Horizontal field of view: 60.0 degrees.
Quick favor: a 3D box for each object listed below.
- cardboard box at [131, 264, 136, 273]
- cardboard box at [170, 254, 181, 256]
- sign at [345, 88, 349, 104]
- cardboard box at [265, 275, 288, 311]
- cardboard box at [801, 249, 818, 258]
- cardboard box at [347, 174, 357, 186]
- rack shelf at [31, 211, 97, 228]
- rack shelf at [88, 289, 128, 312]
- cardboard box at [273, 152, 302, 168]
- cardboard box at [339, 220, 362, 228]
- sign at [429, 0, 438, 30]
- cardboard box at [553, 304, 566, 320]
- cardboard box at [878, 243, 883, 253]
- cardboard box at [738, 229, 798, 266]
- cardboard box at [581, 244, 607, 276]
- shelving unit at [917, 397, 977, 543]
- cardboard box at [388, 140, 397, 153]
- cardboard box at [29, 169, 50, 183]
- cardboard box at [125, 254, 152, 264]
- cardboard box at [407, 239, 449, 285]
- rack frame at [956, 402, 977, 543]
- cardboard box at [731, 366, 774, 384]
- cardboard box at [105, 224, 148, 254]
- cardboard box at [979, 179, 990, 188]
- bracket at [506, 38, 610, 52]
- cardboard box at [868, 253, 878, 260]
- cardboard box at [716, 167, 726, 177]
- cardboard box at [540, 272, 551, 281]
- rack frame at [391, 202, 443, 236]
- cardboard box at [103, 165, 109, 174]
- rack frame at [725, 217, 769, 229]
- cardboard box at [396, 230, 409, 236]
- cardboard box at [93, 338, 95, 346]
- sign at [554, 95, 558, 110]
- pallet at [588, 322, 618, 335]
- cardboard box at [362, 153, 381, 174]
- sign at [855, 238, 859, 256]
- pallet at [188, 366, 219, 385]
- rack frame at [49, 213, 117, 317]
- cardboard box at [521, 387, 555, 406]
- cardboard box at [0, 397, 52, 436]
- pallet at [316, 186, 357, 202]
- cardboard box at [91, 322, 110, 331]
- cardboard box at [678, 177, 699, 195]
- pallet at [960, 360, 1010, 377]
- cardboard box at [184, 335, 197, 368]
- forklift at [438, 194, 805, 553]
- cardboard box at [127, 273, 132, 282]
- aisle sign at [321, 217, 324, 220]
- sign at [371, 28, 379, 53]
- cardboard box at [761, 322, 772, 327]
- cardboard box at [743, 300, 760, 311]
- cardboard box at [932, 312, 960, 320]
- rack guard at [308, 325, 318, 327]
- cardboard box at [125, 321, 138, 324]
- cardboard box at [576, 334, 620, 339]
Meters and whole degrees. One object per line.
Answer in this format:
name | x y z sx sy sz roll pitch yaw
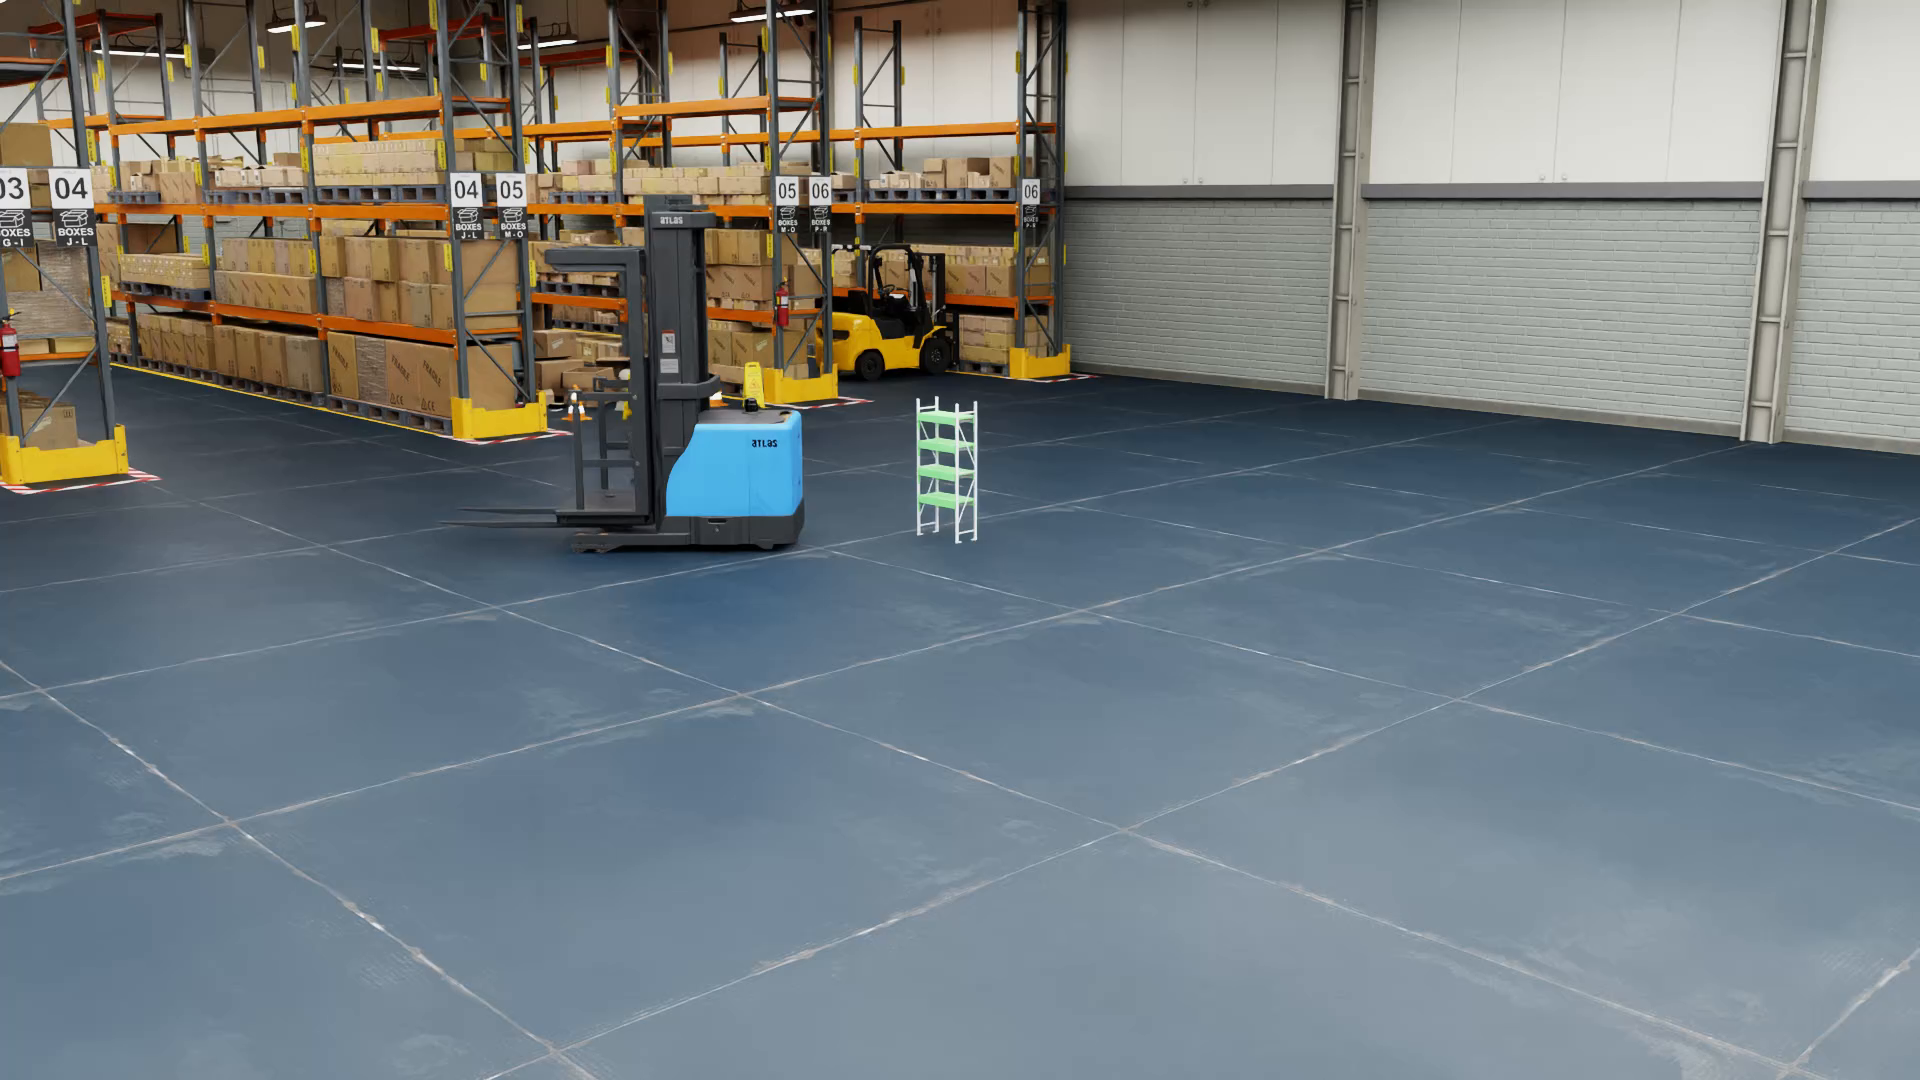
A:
cardboard box | -13.772 -4.590 28.102 0.380 0.149 0.250 -10 16 -41
cardboard box | -13.288 -4.824 28.501 0.250 0.149 0.380 11 16 43
sign | -12.920 -9.355 35.007 0.100 0.325 0.005 -11 16 -43
cardboard box | -9.797 -3.626 24.332 0.500 0.500 0.500 -11 16 -42
cardboard box | -2.748 -5.356 31.118 0.380 0.149 0.250 -11 16 -42
cardboard box | -7.836 -4.743 21.900 0.380 0.149 0.250 -11 16 -43
rack shelf | -10.821 -3.540 18.507 1.077 0.370 4.000 -11 16 -43
rack shelf | -15.451 -4.498 30.593 1.077 0.370 4.000 -11 16 -43
cardboard box | -9.905 -5.533 24.863 0.500 0.500 0.500 -11 16 -43
cardboard box | -12.392 -6.421 33.813 0.380 0.149 0.250 -11 16 -42
sign | -6.185 -6.168 19.539 0.100 0.325 0.005 -11 16 -43
cardboard box | -8.819 -5.288 37.798 0.700 0.500 0.500 -10 15 -40
cardboard box | -1.442 -5.212 29.685 0.380 0.149 0.250 -10 16 -41
cardboard box | -2.783 -4.240 24.096 0.500 0.500 0.700 11 16 44
cardboard box | -5.863 -4.604 27.297 0.500 0.500 0.500 -11 16 -42
shelving unit | -0.114 -0.612 14.408 0.258 1.200 0.503 -11 16 -43
cardboard box | -6.961 -4.949 20.922 0.380 0.149 0.250 -11 16 -42
cardboard box | -9.463 -3.794 17.344 0.380 0.149 0.250 -11 16 -43
cardboard box | -13.934 -4.771 28.244 0.380 0.149 0.250 -10 16 -41
cardboard box | -6.458 -3.537 21.096 0.875 0.550 0.550 -11 16 -43
rack frame | 0.054 -0.576 14.235 0.240 1.200 0.015 -11 16 -43
cardboard box | -3.042 -2.455 24.666 0.500 0.250 0.500 -11 16 -43
cardboard box | -14.590 -5.274 29.113 0.500 0.500 0.500 11 16 43
cardboard box | 0.523 -5.883 27.435 0.250 0.149 0.380 11 16 44
bracket | -9.124 -11.271 37.897 0.076 0.066 4.783 -11 16 -43
cardboard box | -1.418 -5.071 29.738 0.380 0.149 0.250 -11 16 -43
cardboard box | -3.361 -5.415 24.475 0.380 0.149 0.250 -11 16 -43
cardboard box | -6.983 -4.529 28.542 0.380 0.149 0.250 -10 15 -39
rack frame | -10.560 -5.263 32.524 1.000 3.000 0.127 -11 16 -43
cardboard box | -14.674 -6.439 28.943 0.380 0.149 0.250 -10 16 -41
rack frame | -4.210 -5.372 33.050 1.000 3.000 0.127 -11 16 -43
cardboard box | -10.464 -5.698 31.907 0.500 0.500 0.500 -11 16 -42
cardboard box | -15.834 -3.644 30.687 0.250 0.149 0.380 11 16 42
sign | -9.319 -10.087 38.363 0.100 0.325 0.005 -11 16 -43
pallet | -7.446 -4.690 36.652 1.003 0.211 1.213 -11 16 -43
cardboard box | -7.362 -4.856 21.460 0.500 0.250 0.500 -11 16 -42
sign | -1.833 -5.239 29.734 0.100 0.325 0.005 -11 16 -43
pallet | -11.846 -2.723 27.107 1.003 0.211 1.213 -11 16 -43
rack frame | -16.832 -5.142 31.938 1.000 3.000 0.127 -11 16 -43
cardboard box | -6.026 -2.058 23.741 0.396 0.266 0.258 -8 14 -33
cardboard box | -10.297 -1.288 18.384 0.500 0.500 0.500 -6 13 -28
pallet | -7.988 -4.696 22.557 1.003 0.211 1.213 -11 16 -43
cardboard box | -15.793 -3.930 30.603 0.380 0.149 0.250 -11 16 -42
cardboard box | -3.880 -5.312 24.964 0.500 0.250 0.500 -11 16 -42
pallet | 0.756 -2.944 28.178 1.003 0.211 1.213 -11 16 -43
cardboard box | -12.307 -3.092 27.140 0.500 0.500 0.500 -10 15 -40
forklift | -2.897 -1.435 14.115 3.031 2.935 1.130 0 12 0
cardboard box | -13.935 -4.480 28.304 0.380 0.149 0.250 -11 16 -42
aisle sign | -13.581 -7.090 34.950 0.394 0.787 0.004 -11 16 -43
sign | -8.127 -6.938 23.079 0.100 0.325 0.005 -11 16 -43
cardboard box | -3.332 -4.227 32.339 0.875 0.625 0.625 -10 15 -41
cardboard box | -2.941 -3.435 24.273 0.380 0.149 0.250 -11 16 -43
cardboard box | -0.286 -3.797 28.705 0.500 0.250 0.500 -11 16 -44
rack guard | -13.339 -4.626 35.627 1.175 0.500 0.348 -11 16 -43
cardboard box | -15.219 -3.970 30.798 0.380 0.149 0.250 -11 16 -42
cardboard box | -6.379 -3.296 28.448 0.950 0.372 0.625 -10 15 -41
